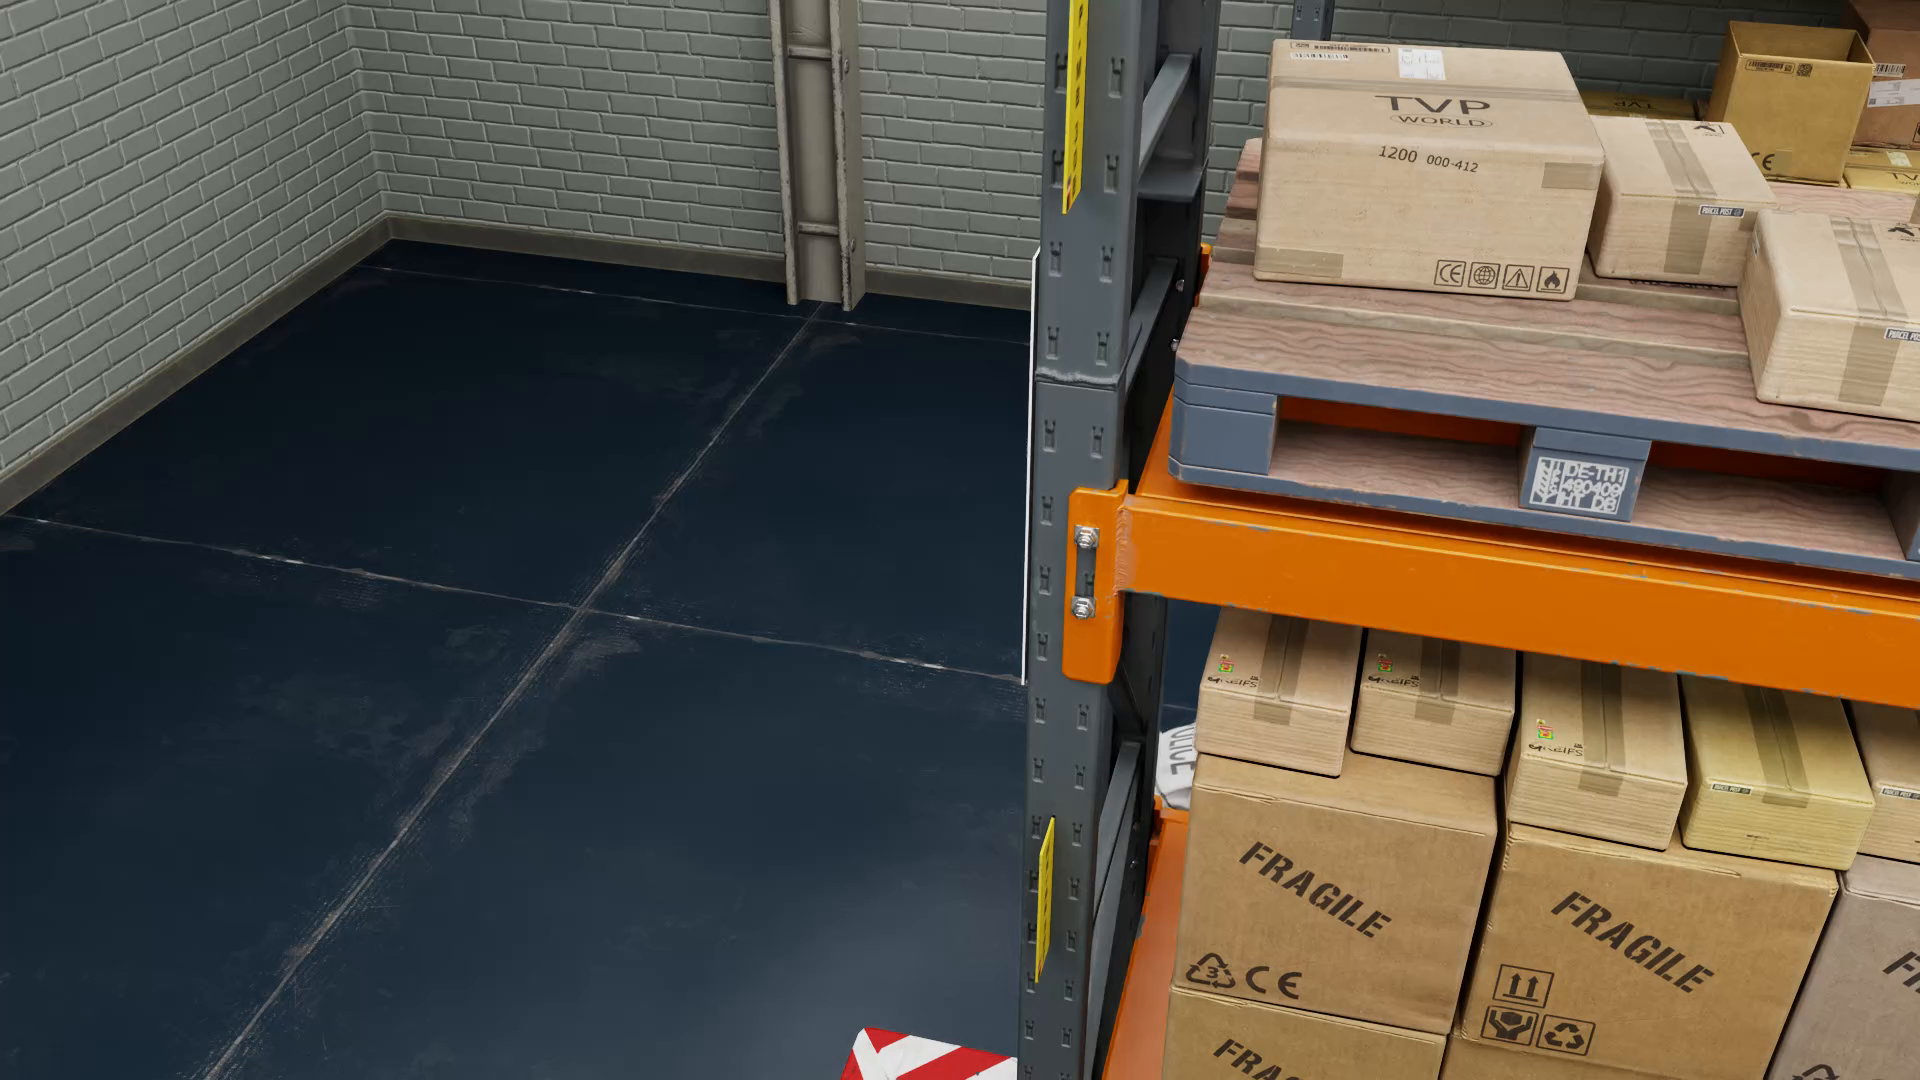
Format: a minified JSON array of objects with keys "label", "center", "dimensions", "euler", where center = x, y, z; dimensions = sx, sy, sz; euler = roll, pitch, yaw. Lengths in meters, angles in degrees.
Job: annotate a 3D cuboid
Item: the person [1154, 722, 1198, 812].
[{"label":"person","center":[0.899,0.877,5.553],"dimensions":[0.858,0.850,0.480],"euler":[8,34,12]}]
